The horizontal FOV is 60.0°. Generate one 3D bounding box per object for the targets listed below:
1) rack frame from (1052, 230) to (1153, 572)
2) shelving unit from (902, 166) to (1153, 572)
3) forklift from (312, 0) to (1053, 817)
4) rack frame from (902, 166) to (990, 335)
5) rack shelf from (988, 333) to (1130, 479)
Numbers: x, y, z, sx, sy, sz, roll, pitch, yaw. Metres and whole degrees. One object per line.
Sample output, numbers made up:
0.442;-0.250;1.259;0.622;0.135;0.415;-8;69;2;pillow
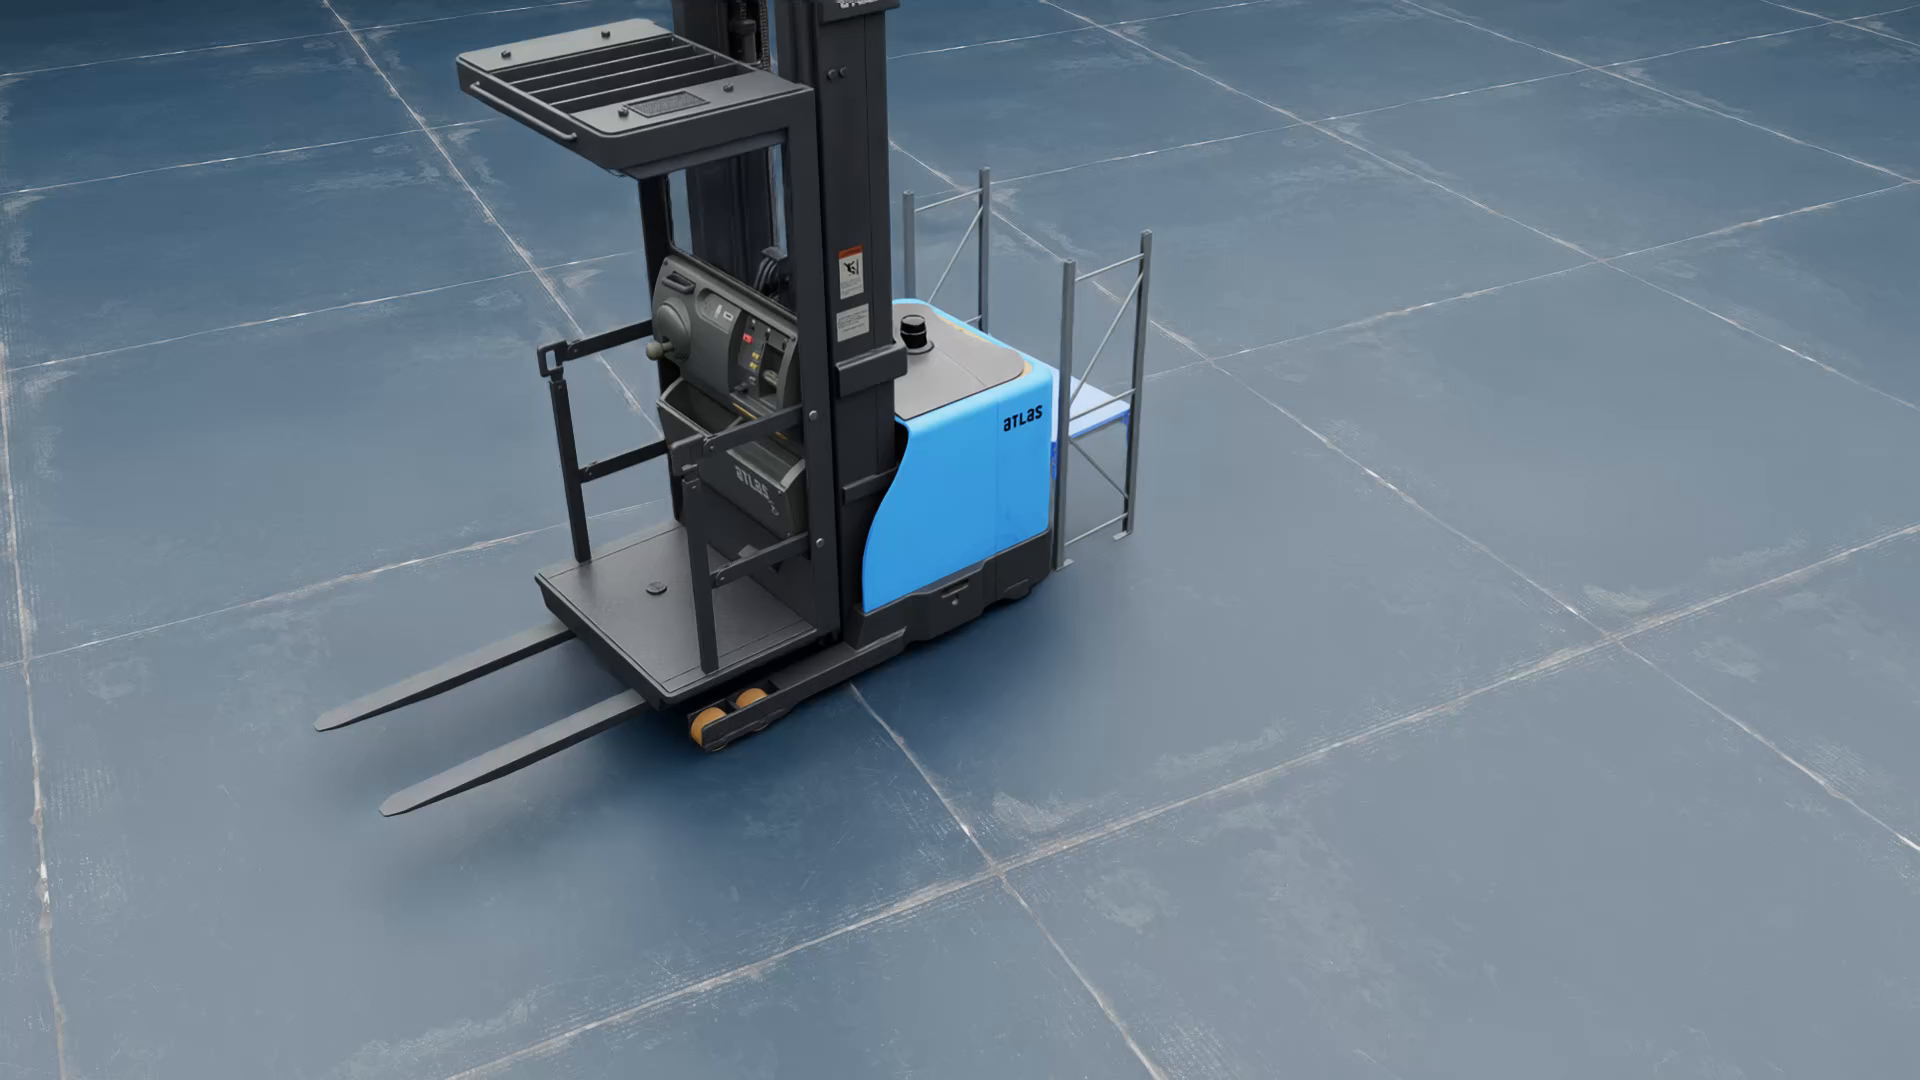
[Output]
0.615;-0.583;7.270;0.500;1.500;0.032;-26;41;-34;rack frame
0.278;-0.788;7.590;0.538;1.500;1.048;-26;41;-34;shelving unit
-1.058;-0.735;6.180;3.031;2.935;1.130;-24;40;-32;forklift
-0.059;-0.994;7.911;0.500;1.500;0.032;-26;41;-34;rack frame
0.278;-0.637;7.687;0.538;0.185;1.000;-26;41;-34;rack shelf
